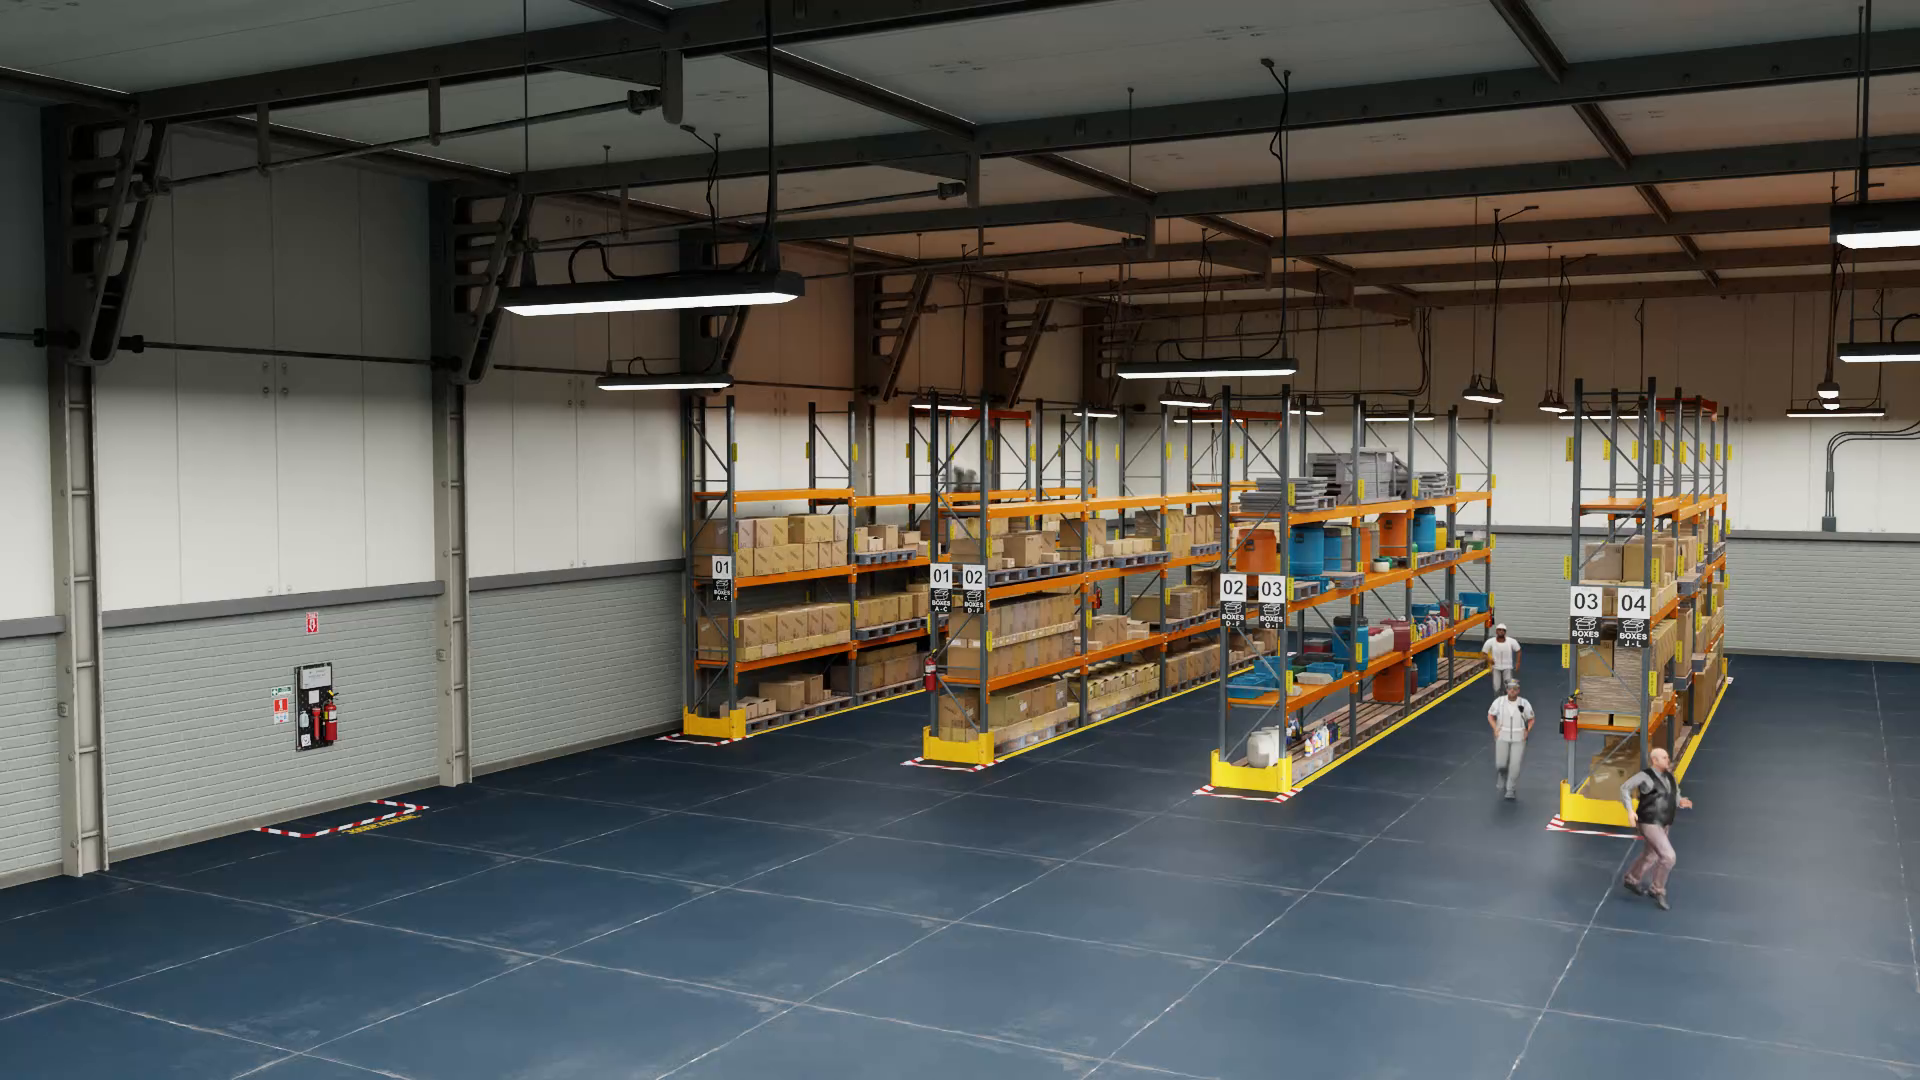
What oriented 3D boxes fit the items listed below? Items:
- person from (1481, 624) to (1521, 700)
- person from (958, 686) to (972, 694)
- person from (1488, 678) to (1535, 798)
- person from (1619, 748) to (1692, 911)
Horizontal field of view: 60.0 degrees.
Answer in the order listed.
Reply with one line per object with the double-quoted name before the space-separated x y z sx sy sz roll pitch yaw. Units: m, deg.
"person" 10.371 2.462 31.862 0.744 1.726 0.593 1 3 15
"person" 0.178 2.494 30.900 0.667 1.767 0.696 1 3 26
"person" 7.991 2.861 24.109 0.647 1.736 0.597 1 3 18
"person" 7.685 3.179 18.369 0.620 1.774 0.830 -2 4 -34
